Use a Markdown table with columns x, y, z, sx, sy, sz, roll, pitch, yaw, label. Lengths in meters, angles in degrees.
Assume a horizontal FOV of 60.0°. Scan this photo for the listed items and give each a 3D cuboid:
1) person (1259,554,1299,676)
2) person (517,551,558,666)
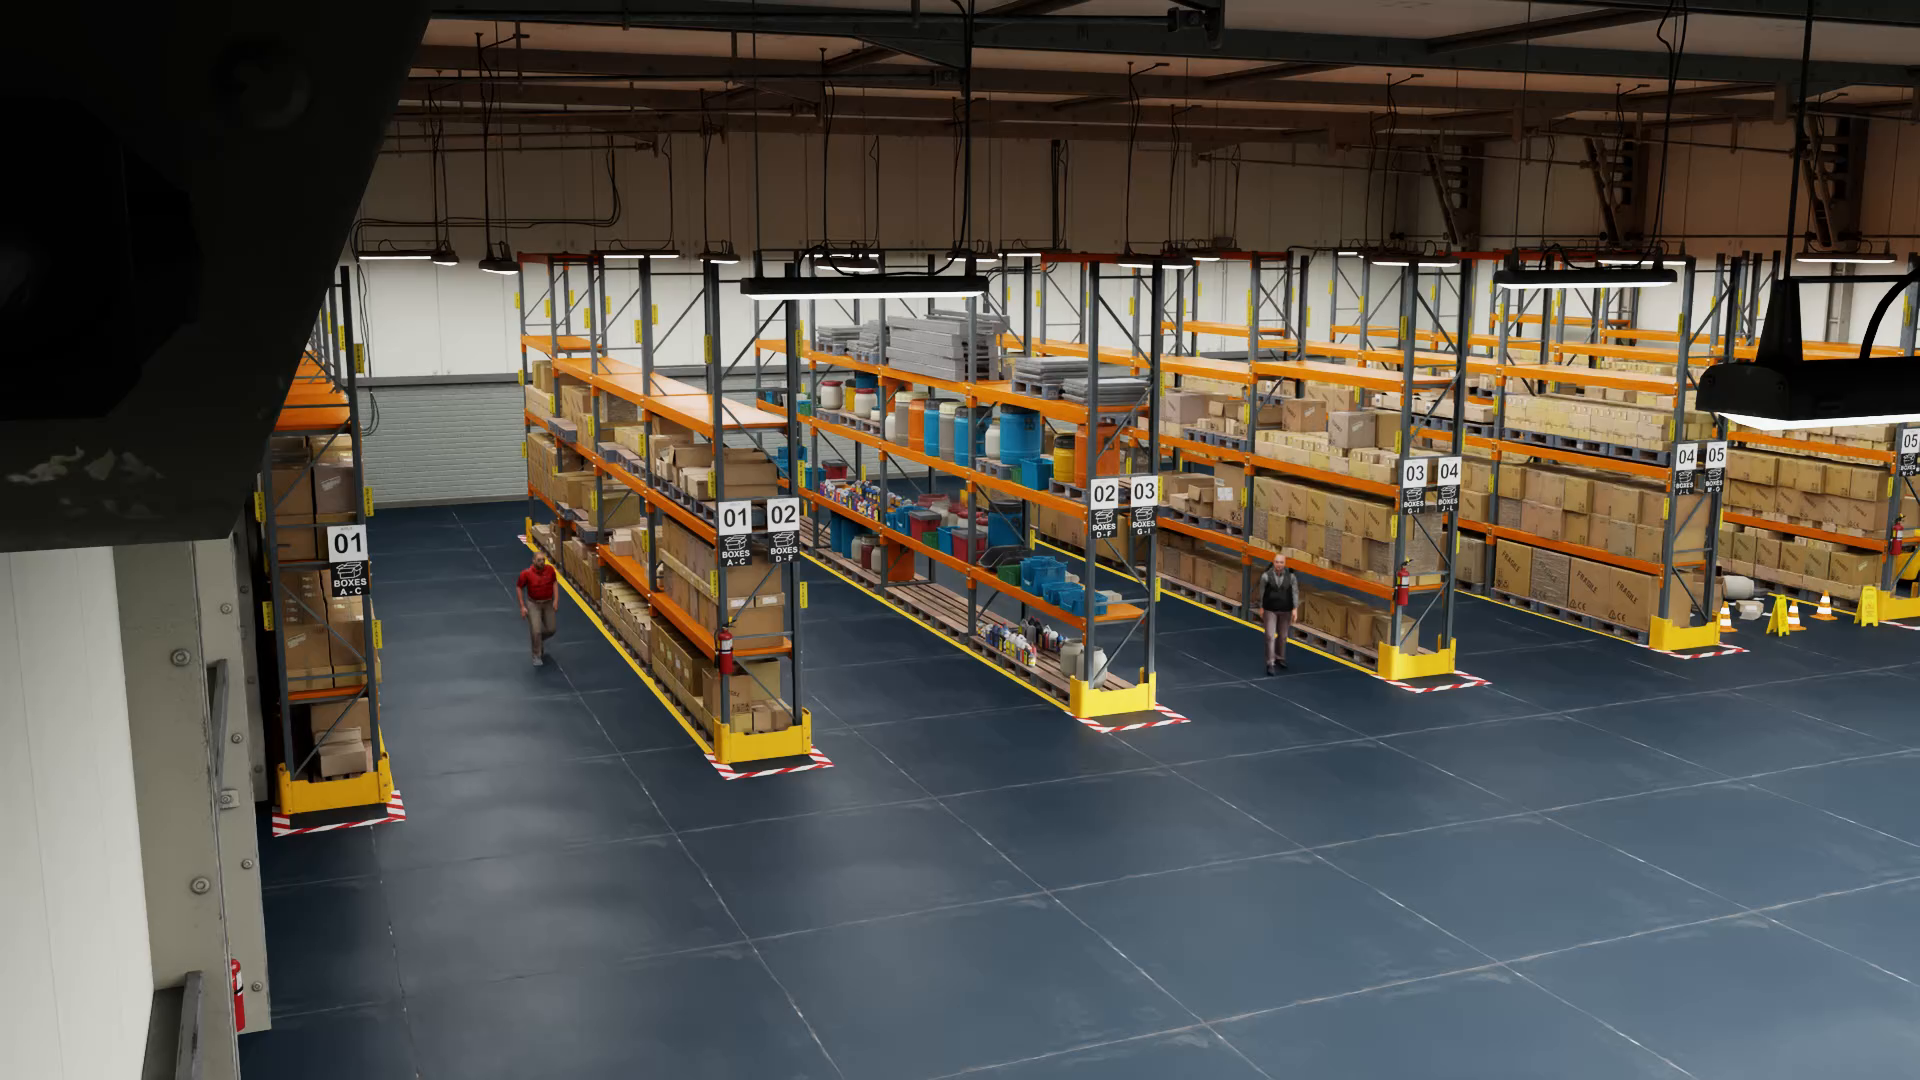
| x | y | z | sx | sy | sz | roll | pitch | yaw | label |
| --- | --- | --- | --- | --- | --- | --- | --- | --- | --- |
| 4.680 | 1.033 | 24.395 | 0.572 | 1.653 | 0.667 | 1 | 10 | 4 | person |
| -6.352 | 0.985 | 24.976 | 0.626 | 1.711 | 0.659 | -7 | 13 | -35 | person |
